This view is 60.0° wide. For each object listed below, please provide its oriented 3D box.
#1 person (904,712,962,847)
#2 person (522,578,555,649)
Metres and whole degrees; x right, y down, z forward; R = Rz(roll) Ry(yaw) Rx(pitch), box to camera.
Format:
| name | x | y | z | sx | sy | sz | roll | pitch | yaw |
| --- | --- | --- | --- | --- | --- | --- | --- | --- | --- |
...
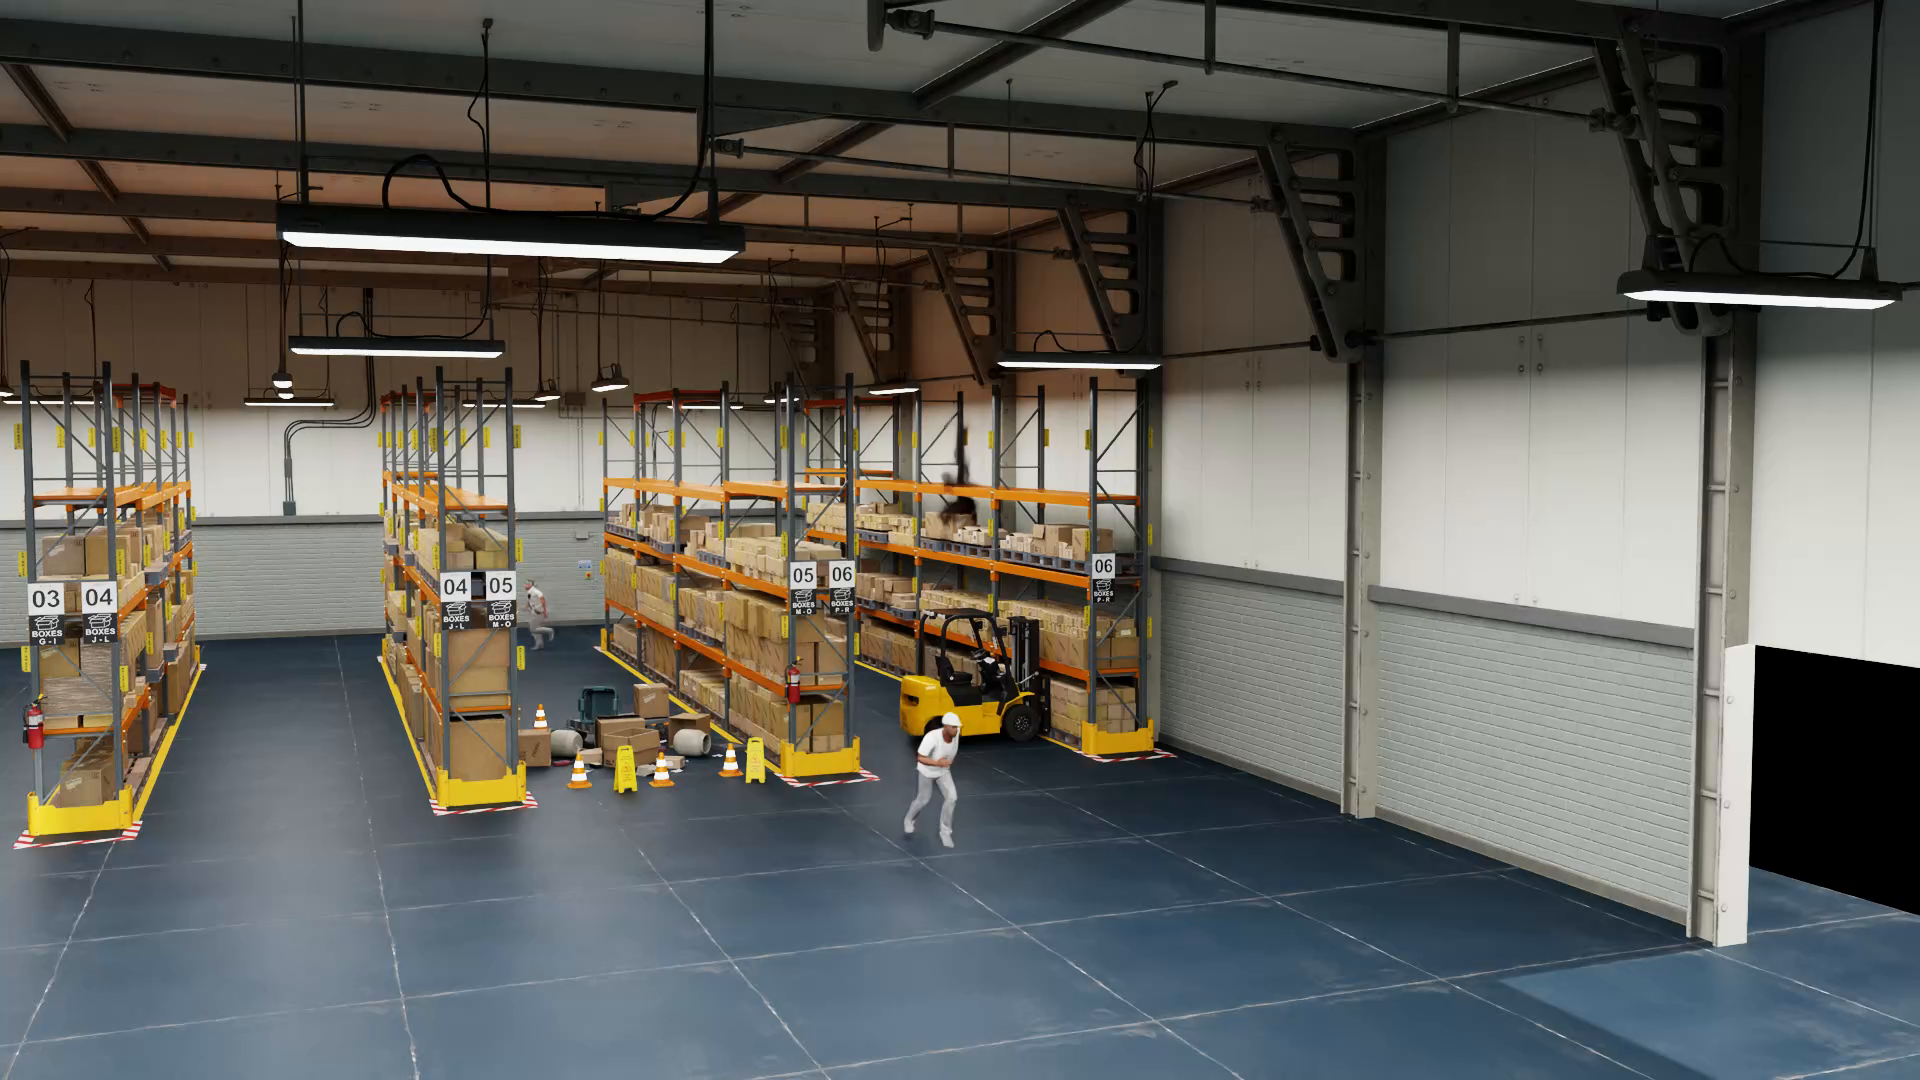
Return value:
| name | x | y | z | sx | sy | sz | roll | pitch | yaw |
| --- | --- | --- | --- | --- | --- | --- | --- | --- | --- |
| person | -0.327 | 2.953 | 20.694 | 0.747 | 1.714 | 1.034 | -3 | 5 | -41 |
| person | -10.123 | 1.759 | 39.880 | 0.766 | 1.721 | 0.650 | -1 | 4 | -17 |
